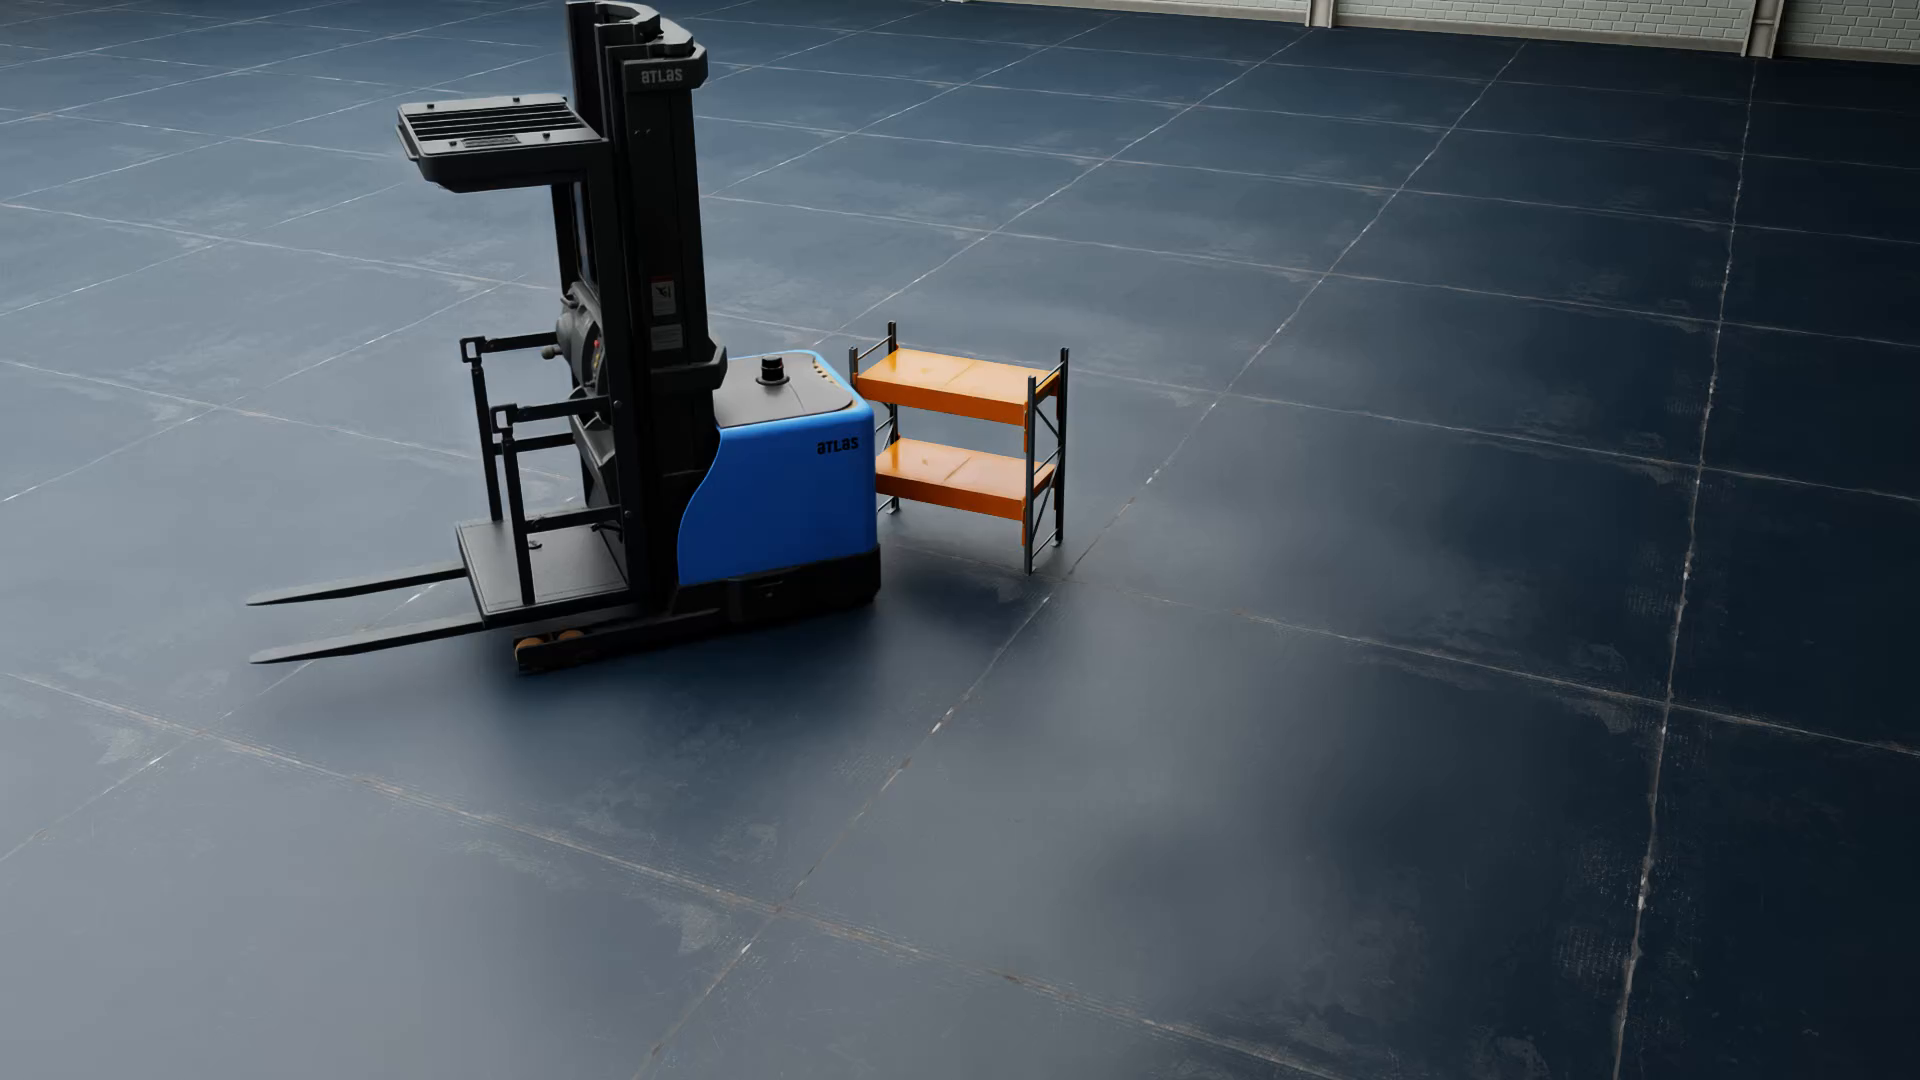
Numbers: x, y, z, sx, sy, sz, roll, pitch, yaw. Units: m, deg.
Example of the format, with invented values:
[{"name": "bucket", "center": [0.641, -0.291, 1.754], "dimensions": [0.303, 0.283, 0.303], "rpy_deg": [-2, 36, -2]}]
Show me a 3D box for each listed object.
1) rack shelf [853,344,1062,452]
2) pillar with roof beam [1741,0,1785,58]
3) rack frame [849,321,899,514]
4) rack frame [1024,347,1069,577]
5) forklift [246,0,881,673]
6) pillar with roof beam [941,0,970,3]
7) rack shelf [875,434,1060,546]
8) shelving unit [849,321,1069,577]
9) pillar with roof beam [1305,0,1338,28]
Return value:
[{"name": "rack shelf", "center": [-0.006, -0.768, 8.875], "dimensions": [1.000, 0.278, 0.538], "rpy_deg": [11, 28, 22]}, {"name": "pillar with roof beam", "center": [9.079, -8.913, 17.166], "dimensions": [0.400, 9.000, 9.100], "rpy_deg": [11, 28, 22]}, {"name": "rack frame", "center": [-0.469, -0.599, 9.193], "dimensions": [0.032, 1.125, 0.500], "rpy_deg": [11, 28, 22]}, {"name": "rack frame", "center": [0.457, -0.413, 8.815], "dimensions": [0.032, 1.125, 0.500], "rpy_deg": [11, 28, 22]}, {"name": "forklift", "center": [-1.976, -0.944, 7.849], "dimensions": [3.031, 2.935, 1.130], "rpy_deg": [-10, 28, -20]}, {"name": "pillar with roof beam", "center": [-1.844, -11.107, 21.622], "dimensions": [0.400, 9.000, 9.100], "rpy_deg": [11, 28, 22]}, {"name": "rack shelf", "center": [-0.006, -0.287, 9.112], "dimensions": [1.000, 0.278, 0.538], "rpy_deg": [11, 28, 22]}, {"name": "shelving unit", "center": [-0.006, -0.506, 9.004], "dimensions": [1.048, 1.125, 0.538], "rpy_deg": [11, 28, 22]}, {"name": "pillar with roof beam", "center": [3.618, -10.010, 19.394], "dimensions": [0.400, 9.000, 9.100], "rpy_deg": [11, 28, 22]}]
